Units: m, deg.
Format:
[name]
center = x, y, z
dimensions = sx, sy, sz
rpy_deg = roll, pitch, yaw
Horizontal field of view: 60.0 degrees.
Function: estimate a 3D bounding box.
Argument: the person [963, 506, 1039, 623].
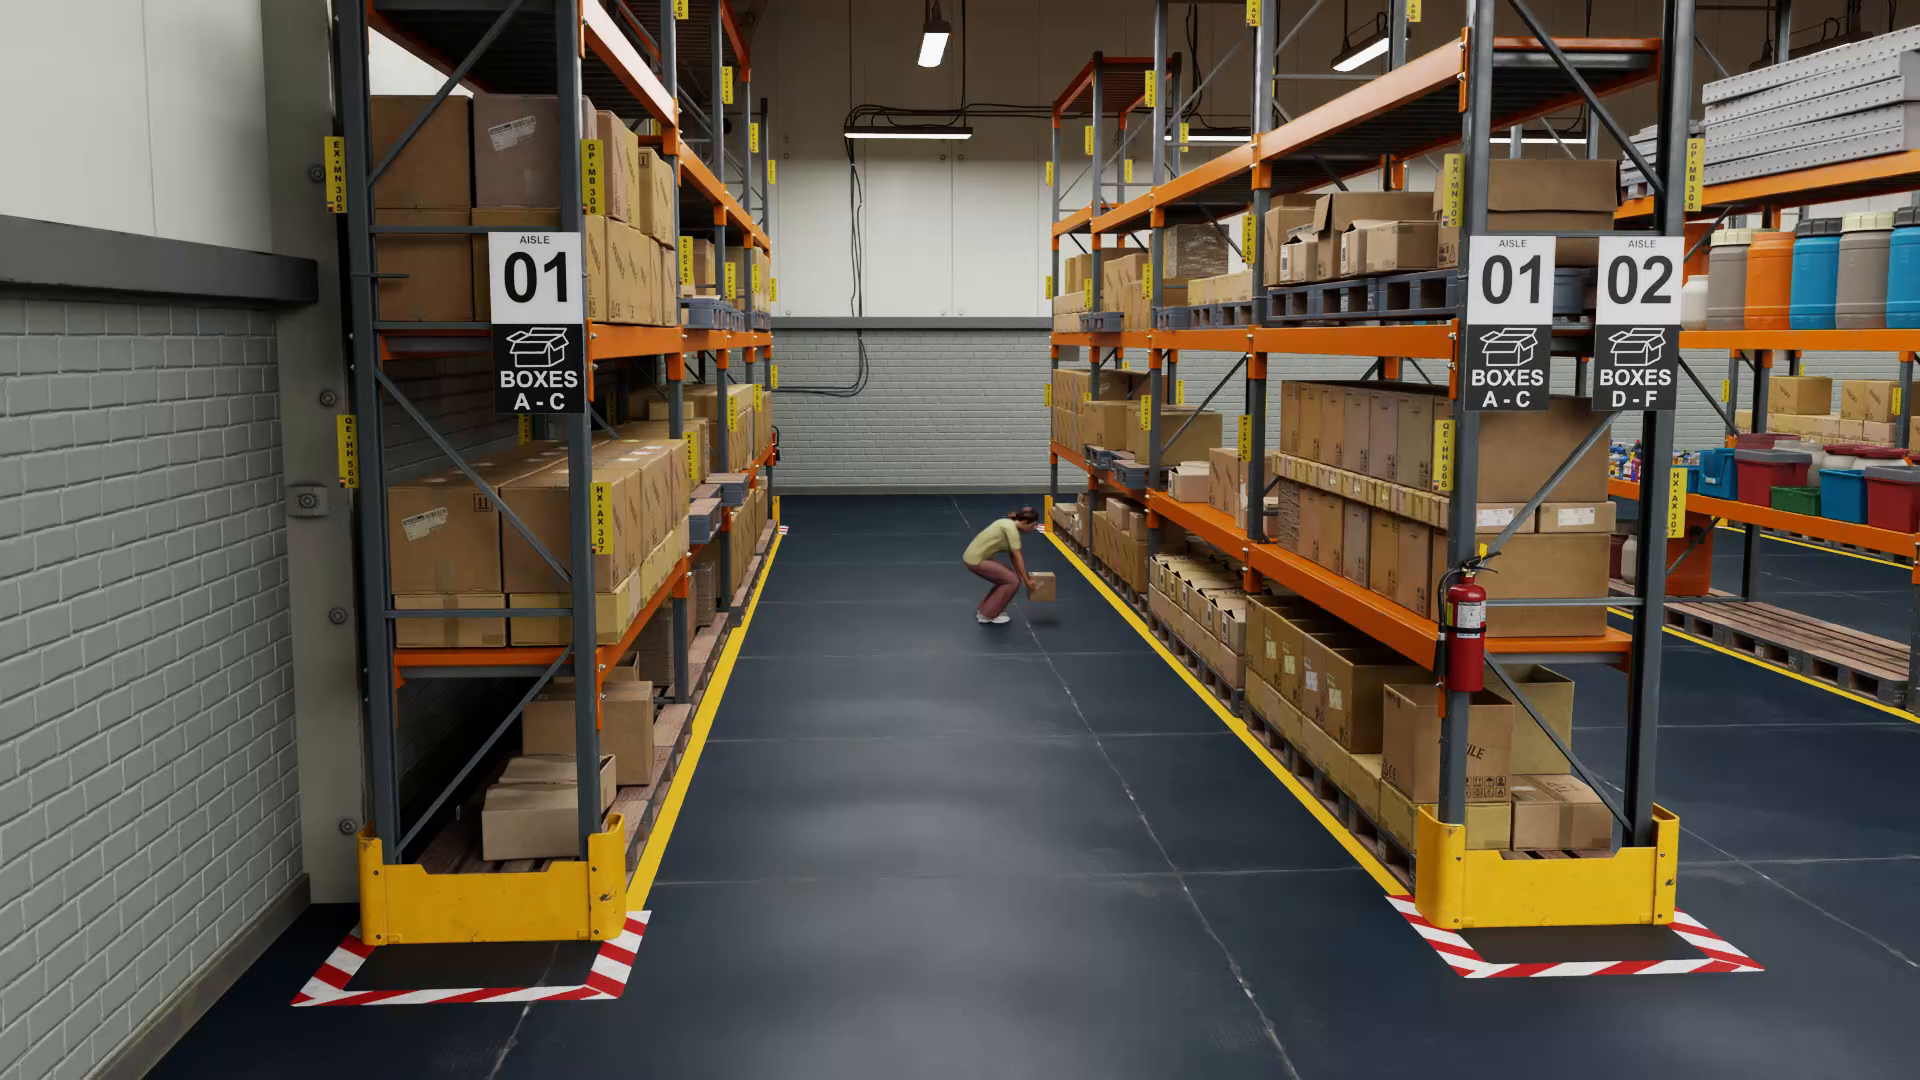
[person]
center = 0.398, 0.229, 16.199
dimensions = 0.747, 1.116, 0.505
rpy_deg = 0, 7, -4
